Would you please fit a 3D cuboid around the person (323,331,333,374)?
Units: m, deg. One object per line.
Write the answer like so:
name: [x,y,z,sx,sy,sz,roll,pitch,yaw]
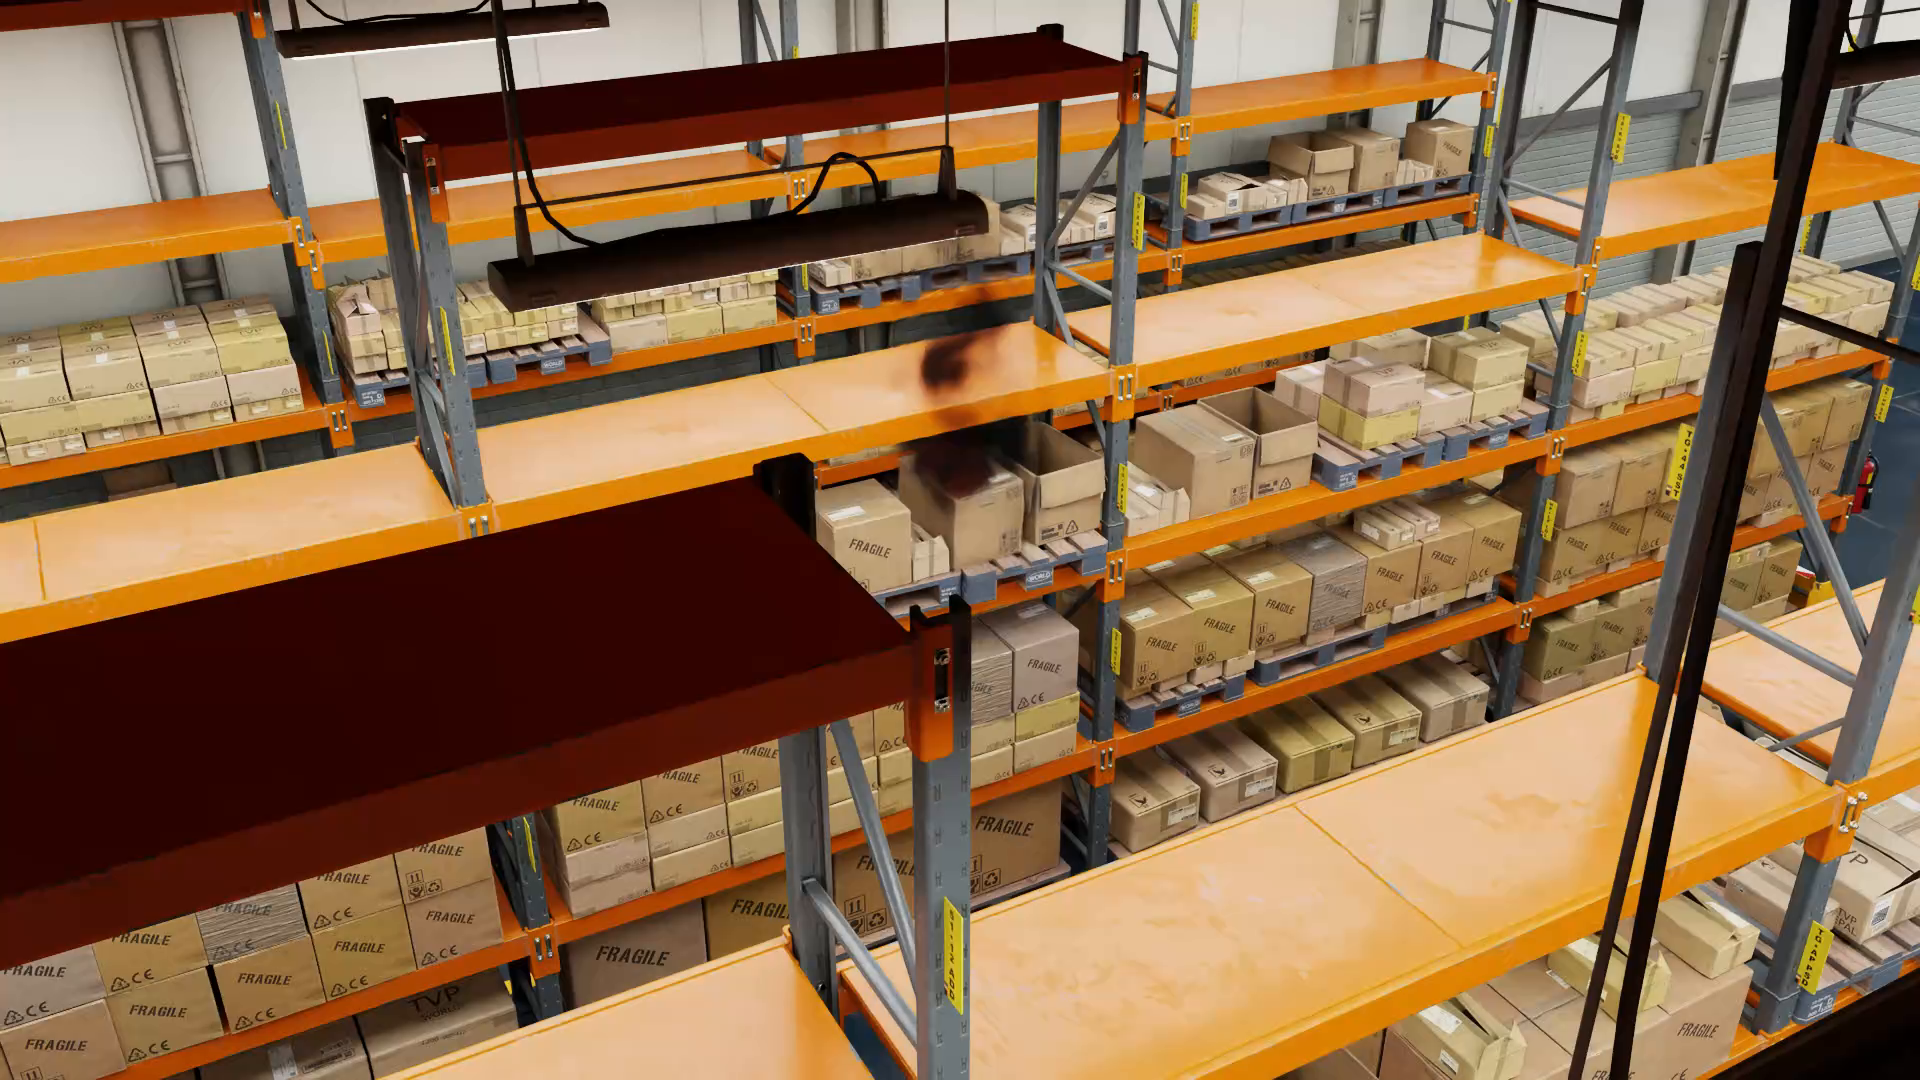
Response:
person: [6.986,2.504,7.681,24.519,2.519,11.184,2,28,3]
